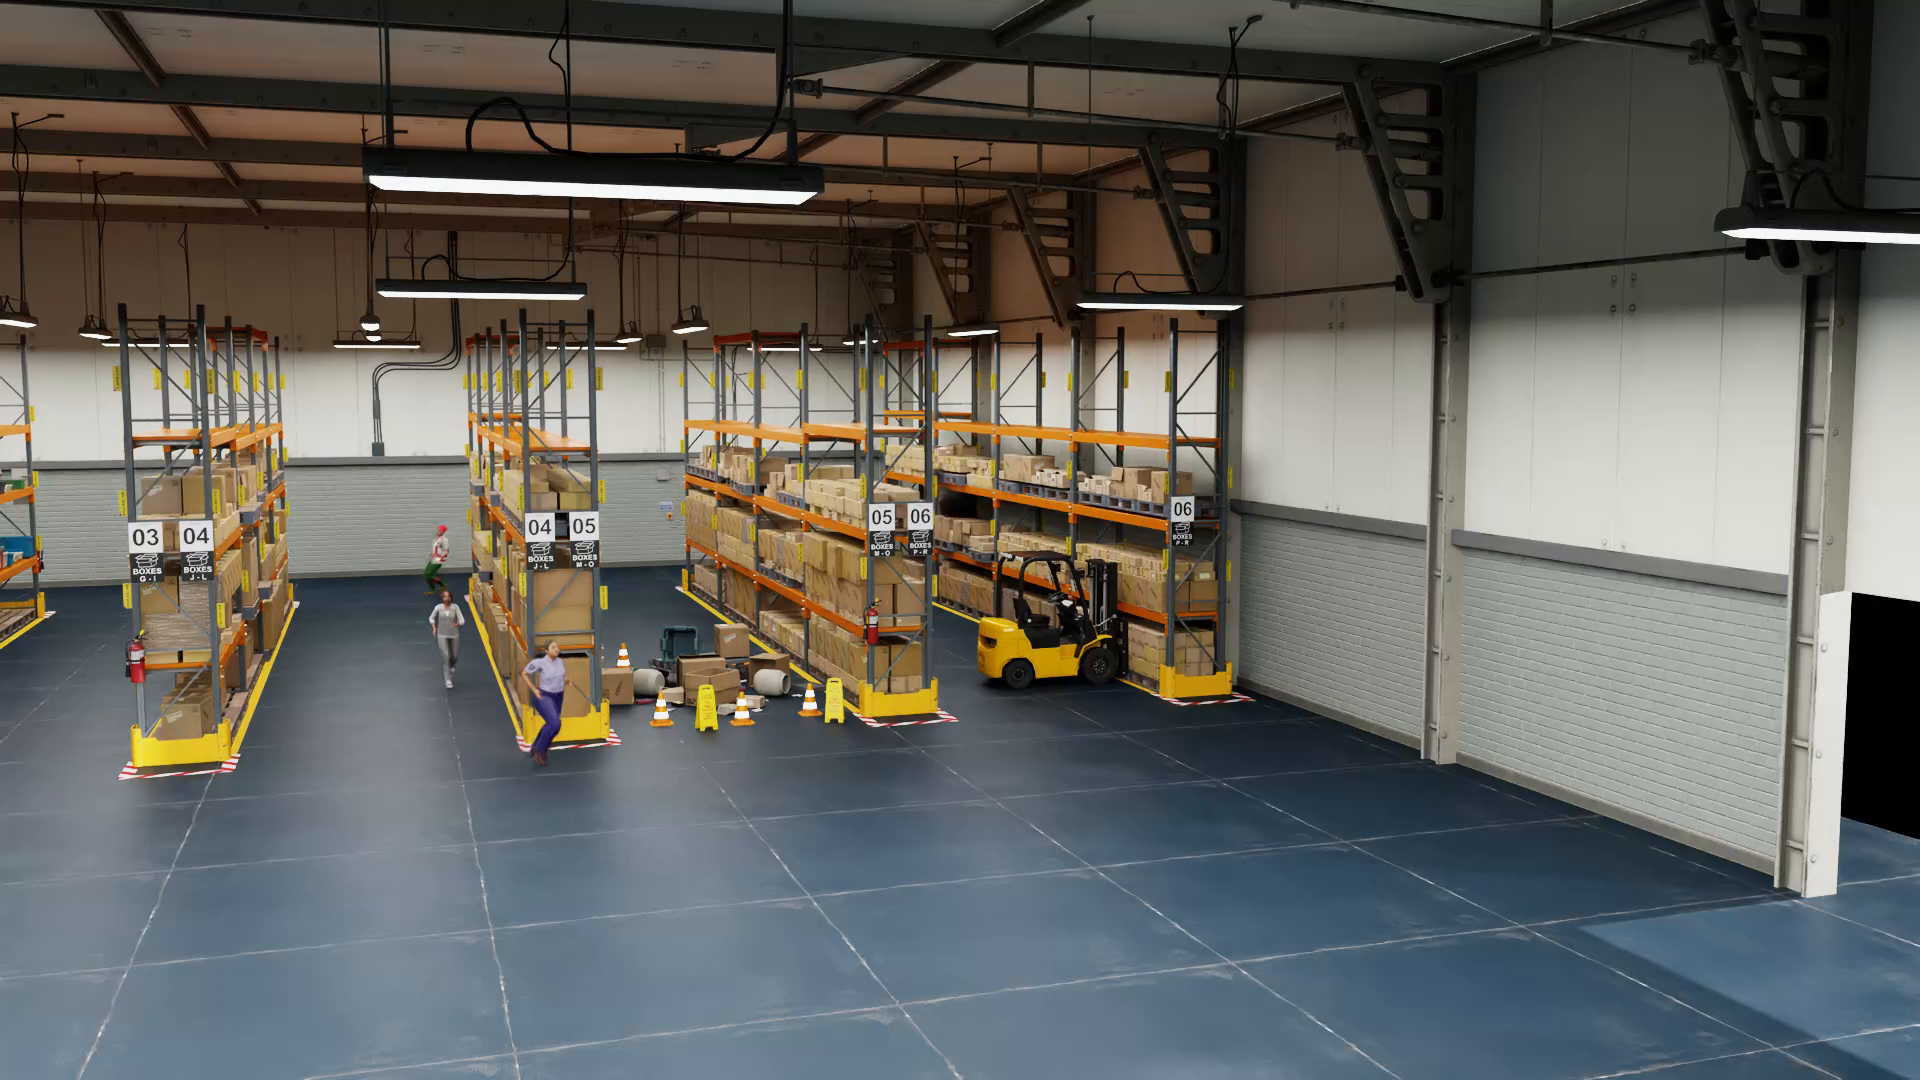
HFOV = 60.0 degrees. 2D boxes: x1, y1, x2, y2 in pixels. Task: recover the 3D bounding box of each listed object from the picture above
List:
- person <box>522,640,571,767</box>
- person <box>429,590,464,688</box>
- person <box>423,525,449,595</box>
[{"bbox_3d":[-5.392,2.138,21.865,0.643,1.634,0.614,3,6,30],"label":"person"},{"bbox_3d":[-8.461,1.607,27.453,0.546,1.572,0.841,-2,6,-22],"label":"person"},{"bbox_3d":[-12.300,0.473,39.012,0.530,1.684,0.739,-3,6,-27],"label":"person"}]
